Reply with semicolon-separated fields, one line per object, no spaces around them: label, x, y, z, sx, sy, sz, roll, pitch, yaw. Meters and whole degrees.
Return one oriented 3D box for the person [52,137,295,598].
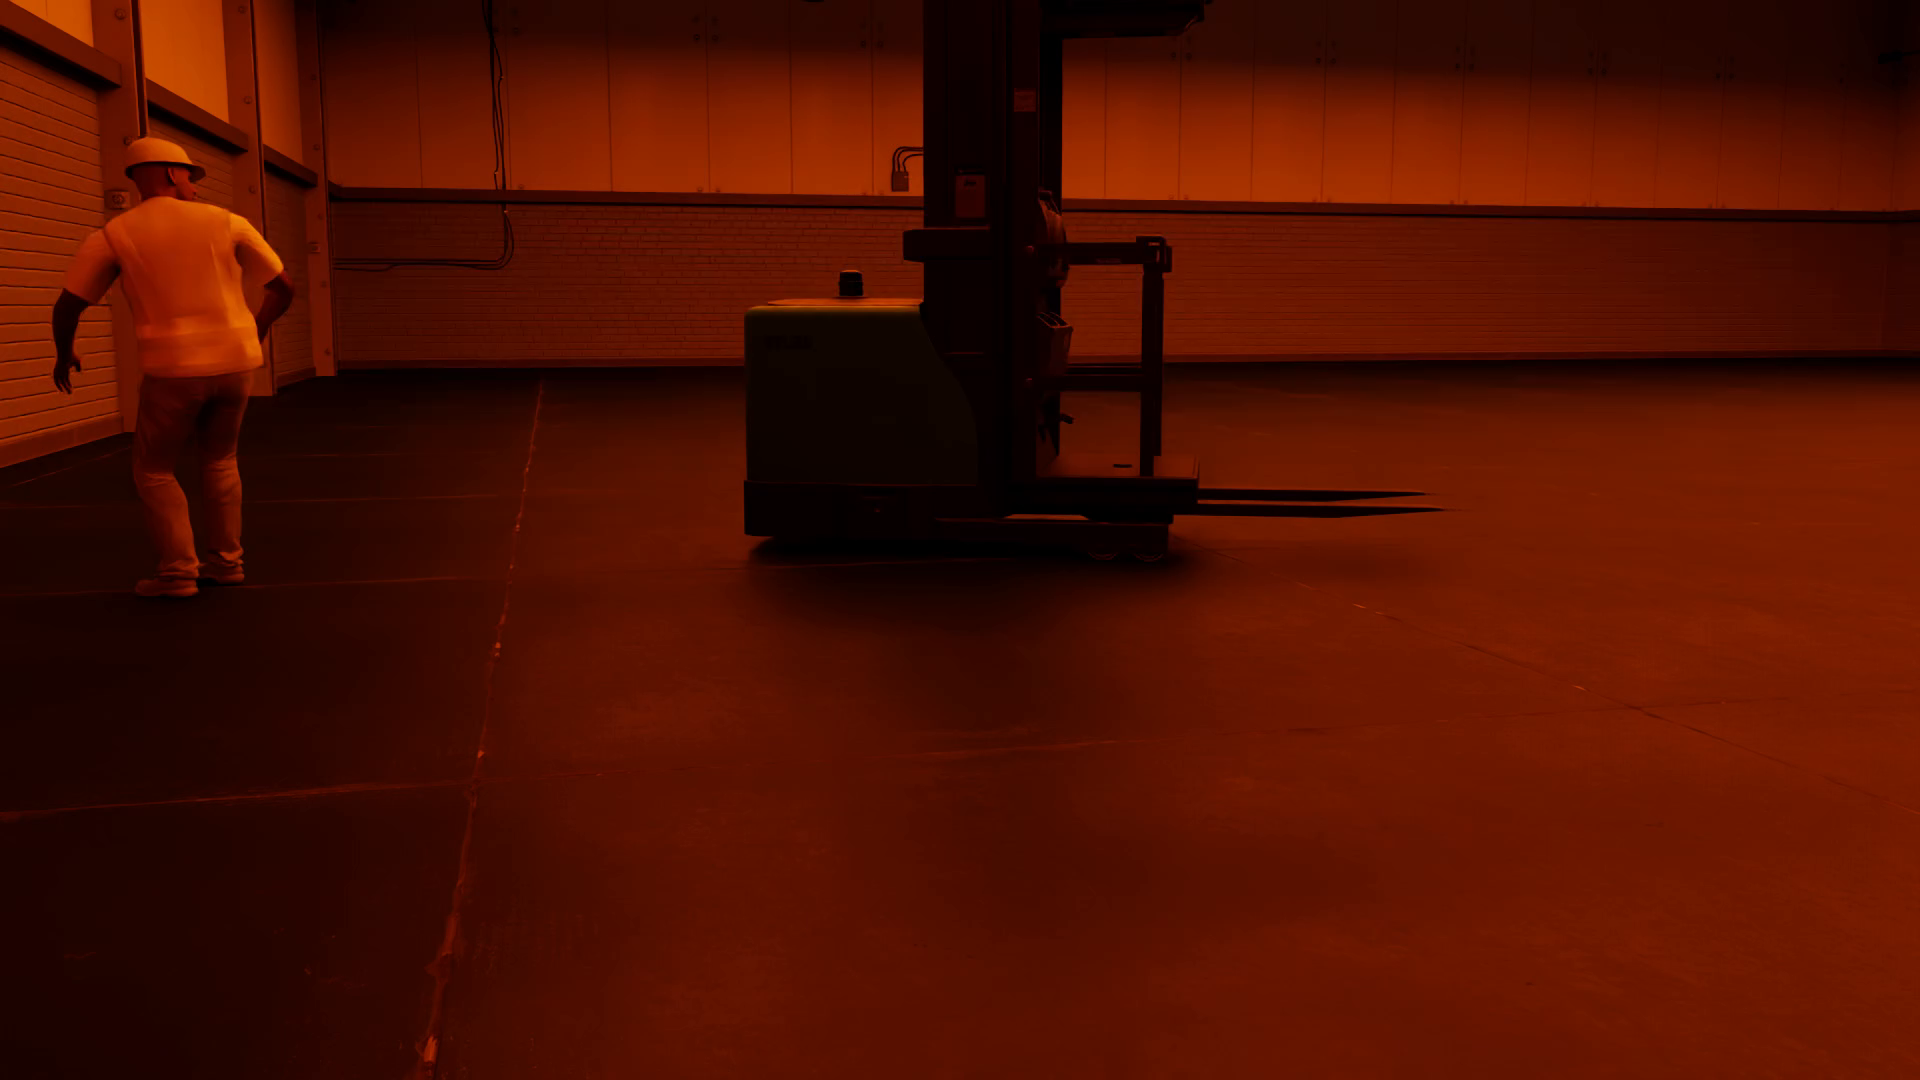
person;-2.951;-0.645;6.268;0.818;1.709;0.550;-6;10;-39

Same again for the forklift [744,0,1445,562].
forklift;0.603;-1.439;7.412;3.031;2.935;1.130;1;8;9
